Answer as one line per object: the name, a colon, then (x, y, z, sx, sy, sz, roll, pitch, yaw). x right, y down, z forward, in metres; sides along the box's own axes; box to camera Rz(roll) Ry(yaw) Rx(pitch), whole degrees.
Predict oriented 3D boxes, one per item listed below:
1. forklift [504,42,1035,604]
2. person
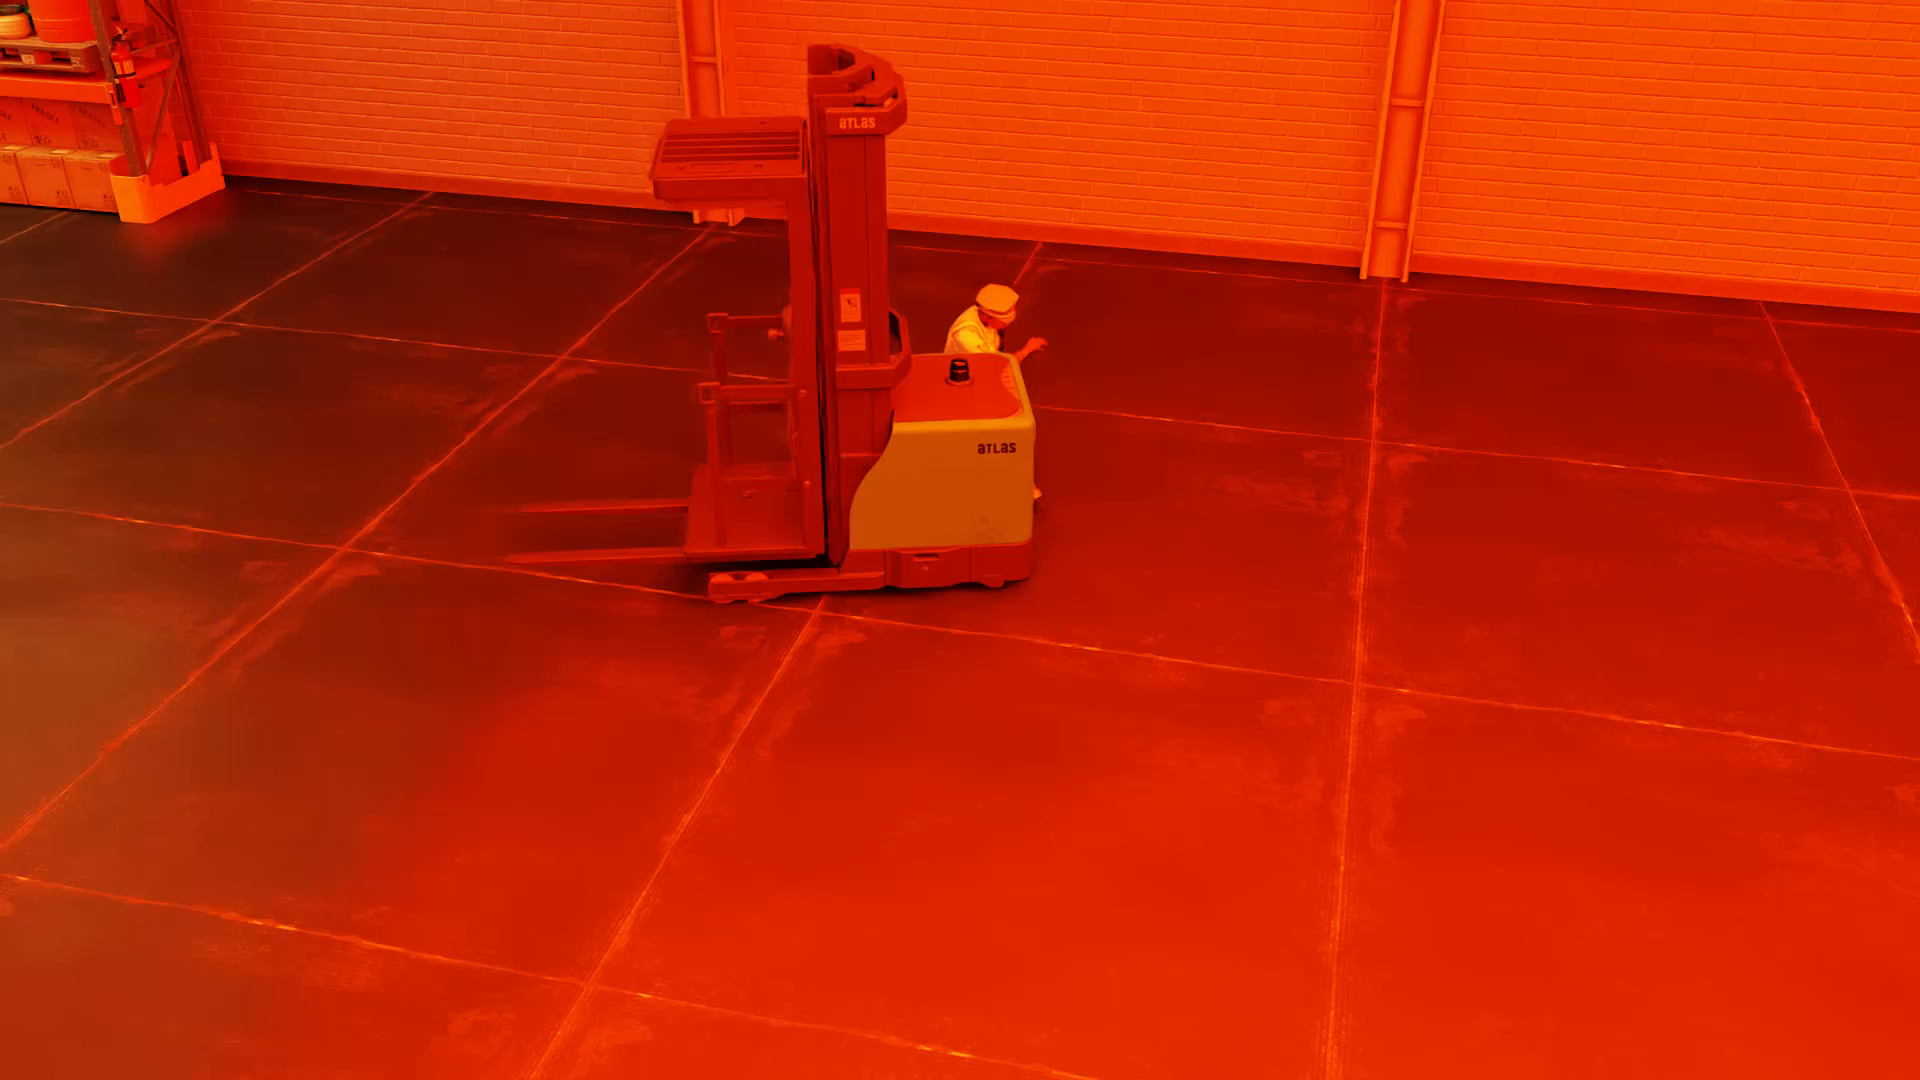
forklift: (-1.116, -1.182, 9.256, 3.031, 2.935, 1.130, -2, 30, -4)
person: (0.282, -1.000, 10.580, 0.892, 1.383, 1.125, 18, 34, 28)
